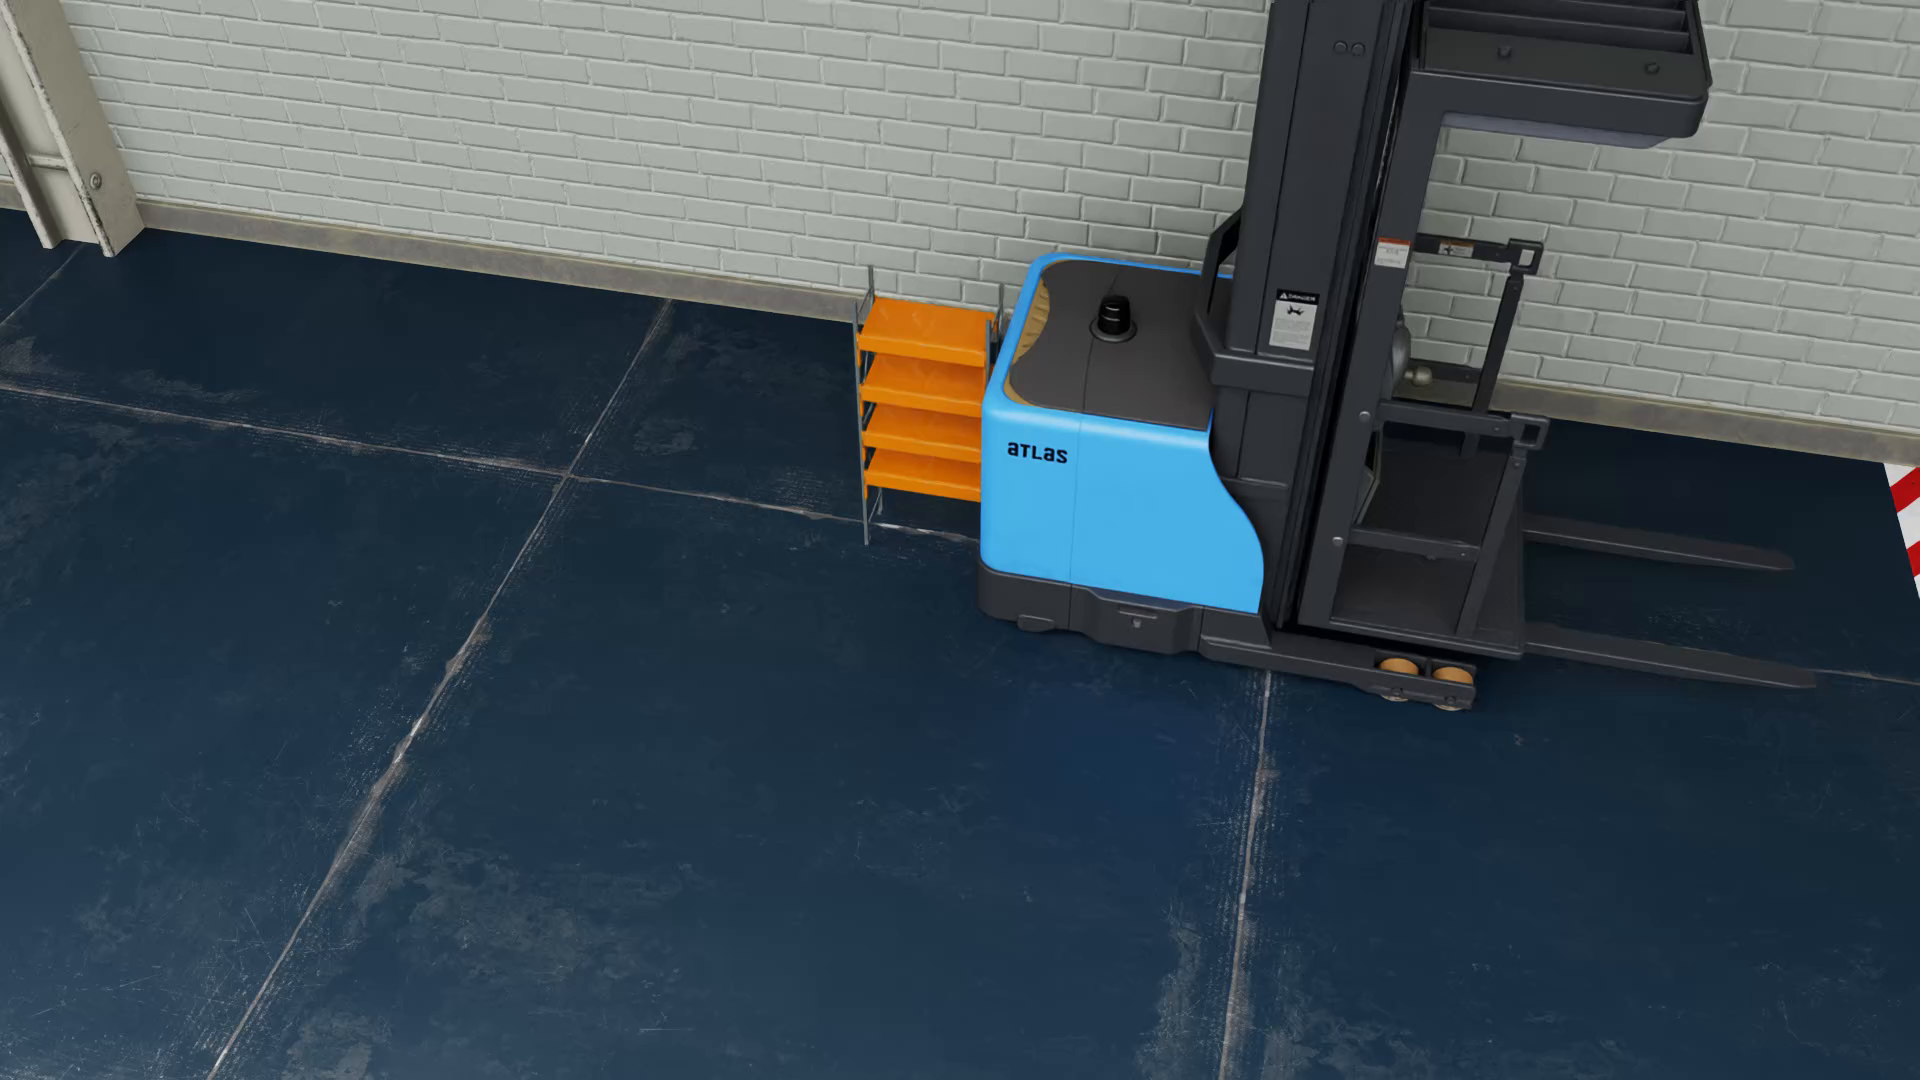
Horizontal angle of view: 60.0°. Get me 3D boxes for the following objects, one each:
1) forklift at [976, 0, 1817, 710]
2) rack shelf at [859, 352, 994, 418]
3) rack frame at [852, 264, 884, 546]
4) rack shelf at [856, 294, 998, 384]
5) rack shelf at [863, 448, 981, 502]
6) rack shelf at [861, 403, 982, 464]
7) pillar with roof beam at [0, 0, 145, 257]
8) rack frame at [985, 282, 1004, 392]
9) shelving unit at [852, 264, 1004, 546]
[{"bbox_3d":[1.635,-0.838,5.507,3.031,2.935,1.130,9,45,9],"label":"forklift"},{"bbox_3d":[-0.113,-0.566,6.247,0.480,0.148,0.258,9,45,9],"label":"rack shelf"},{"bbox_3d":[-0.351,-0.491,6.395,0.015,1.200,0.240,9,45,9],"label":"rack frame"},{"bbox_3d":[-0.113,-0.736,6.083,0.480,0.148,0.258,9,45,9],"label":"rack shelf"},{"bbox_3d":[-0.113,-0.261,6.540,0.480,0.148,0.258,9,45,9],"label":"rack shelf"},{"bbox_3d":[-0.113,-0.405,6.402,0.480,0.148,0.258,9,45,9],"label":"rack shelf"},{"bbox_3d":[-5.273,-1.858,2.191,0.400,9.000,9.100,9,45,9],"label":"pillar with roof beam"},{"bbox_3d":[0.125,-0.415,6.316,0.015,1.200,0.240,9,45,9],"label":"rack frame"},{"bbox_3d":[-0.113,-0.453,6.355,0.503,1.200,0.258,9,45,9],"label":"shelving unit"}]
